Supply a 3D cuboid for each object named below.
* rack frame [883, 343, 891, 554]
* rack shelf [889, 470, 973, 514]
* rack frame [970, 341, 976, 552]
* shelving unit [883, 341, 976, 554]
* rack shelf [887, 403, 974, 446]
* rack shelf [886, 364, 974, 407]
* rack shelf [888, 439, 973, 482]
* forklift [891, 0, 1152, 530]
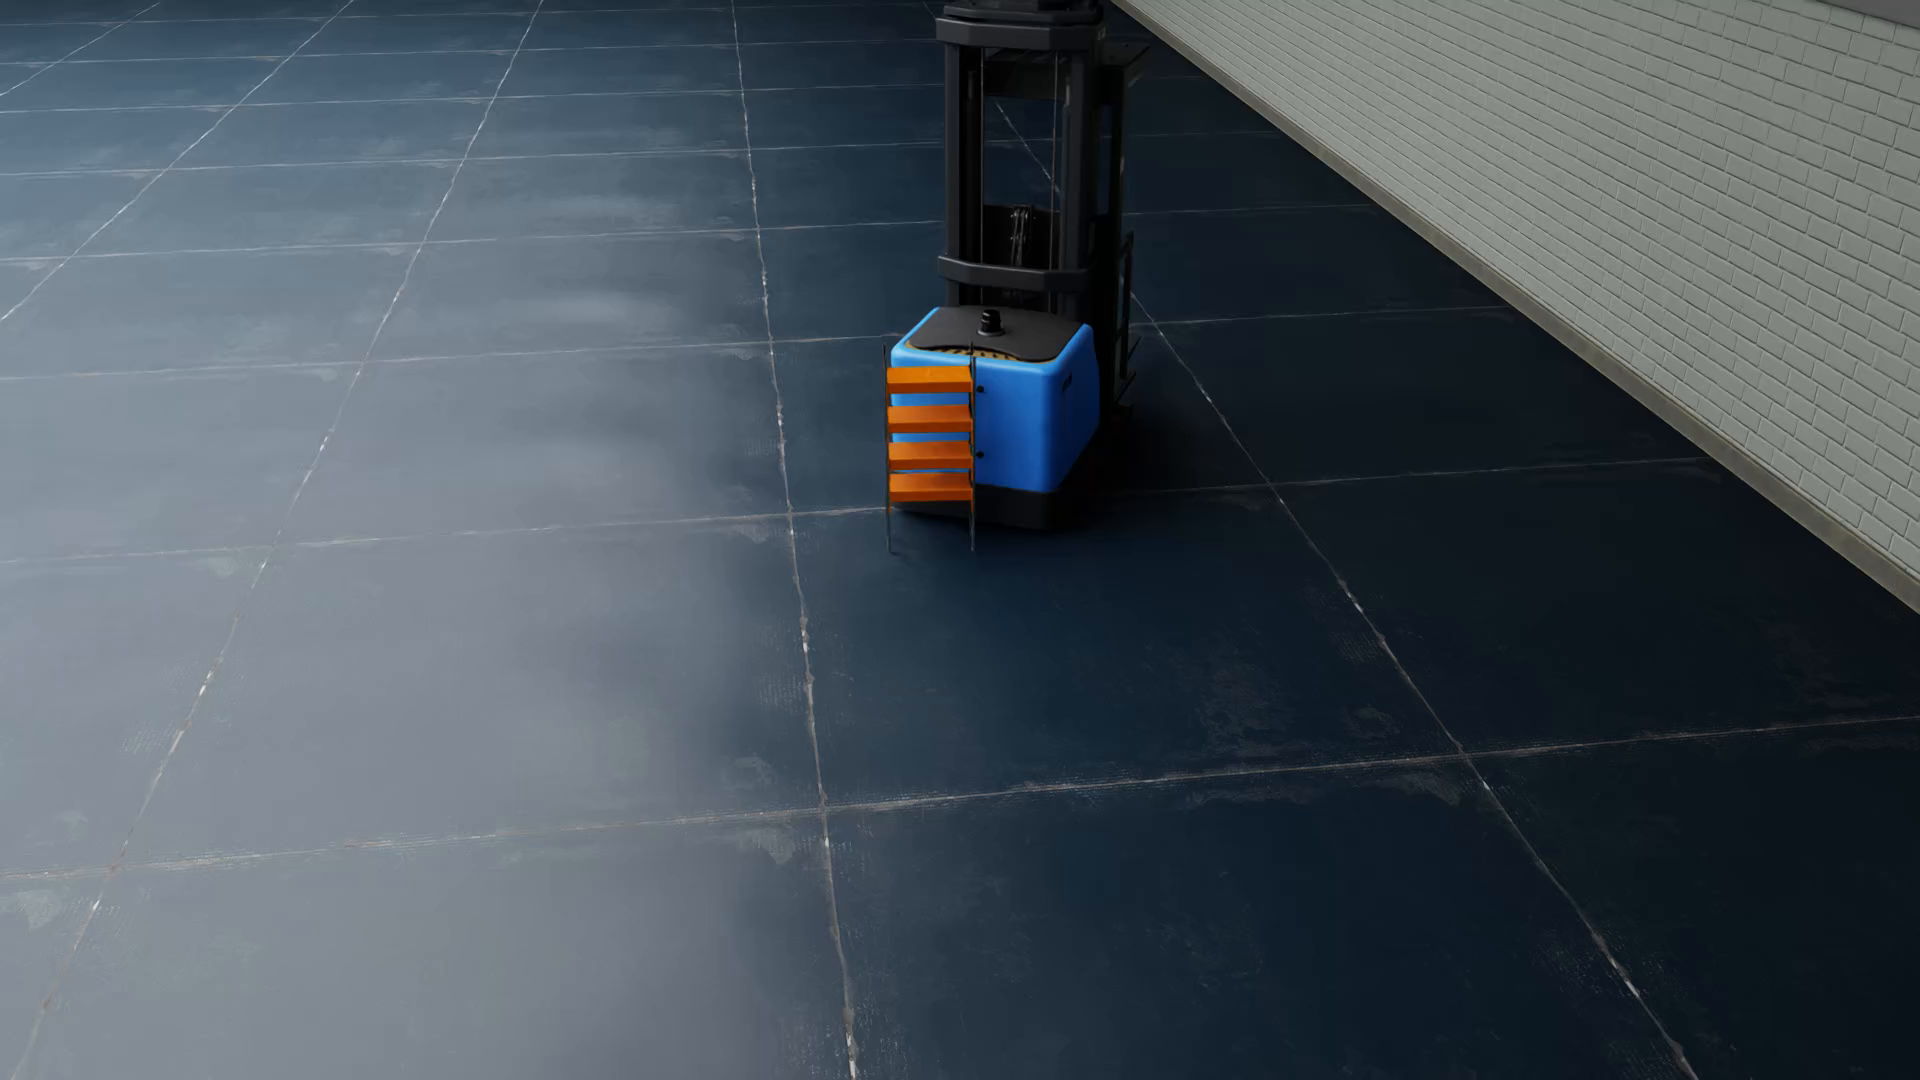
[{"bbox_3d":[-0.415,-0.506,9.422,0.015,1.200,0.240,-2,27,-3],"label":"rack frame"},{"bbox_3d":[-0.172,-0.276,9.557,0.480,0.148,0.258,-2,27,-3],"label":"rack shelf"},{"bbox_3d":[0.072,-0.520,9.449,0.015,1.200,0.240,-2,27,-3],"label":"rack frame"},{"bbox_3d":[-0.172,-0.513,9.435,0.503,1.200,0.258,-2,27,-3],"label":"shelving unit"},{"bbox_3d":[-0.172,-0.652,9.364,0.480,0.148,0.258,-2,27,-3],"label":"rack shelf"},{"bbox_3d":[-0.172,-0.863,9.256,0.480,0.148,0.258,-2,27,-3],"label":"rack shelf"},{"bbox_3d":[-0.172,-0.453,9.466,0.480,0.148,0.258,-2,27,-3],"label":"rack shelf"},{"bbox_3d":[0.531,-2.016,10.468,1.130,2.935,3.031,9,28,16],"label":"forklift"}]
